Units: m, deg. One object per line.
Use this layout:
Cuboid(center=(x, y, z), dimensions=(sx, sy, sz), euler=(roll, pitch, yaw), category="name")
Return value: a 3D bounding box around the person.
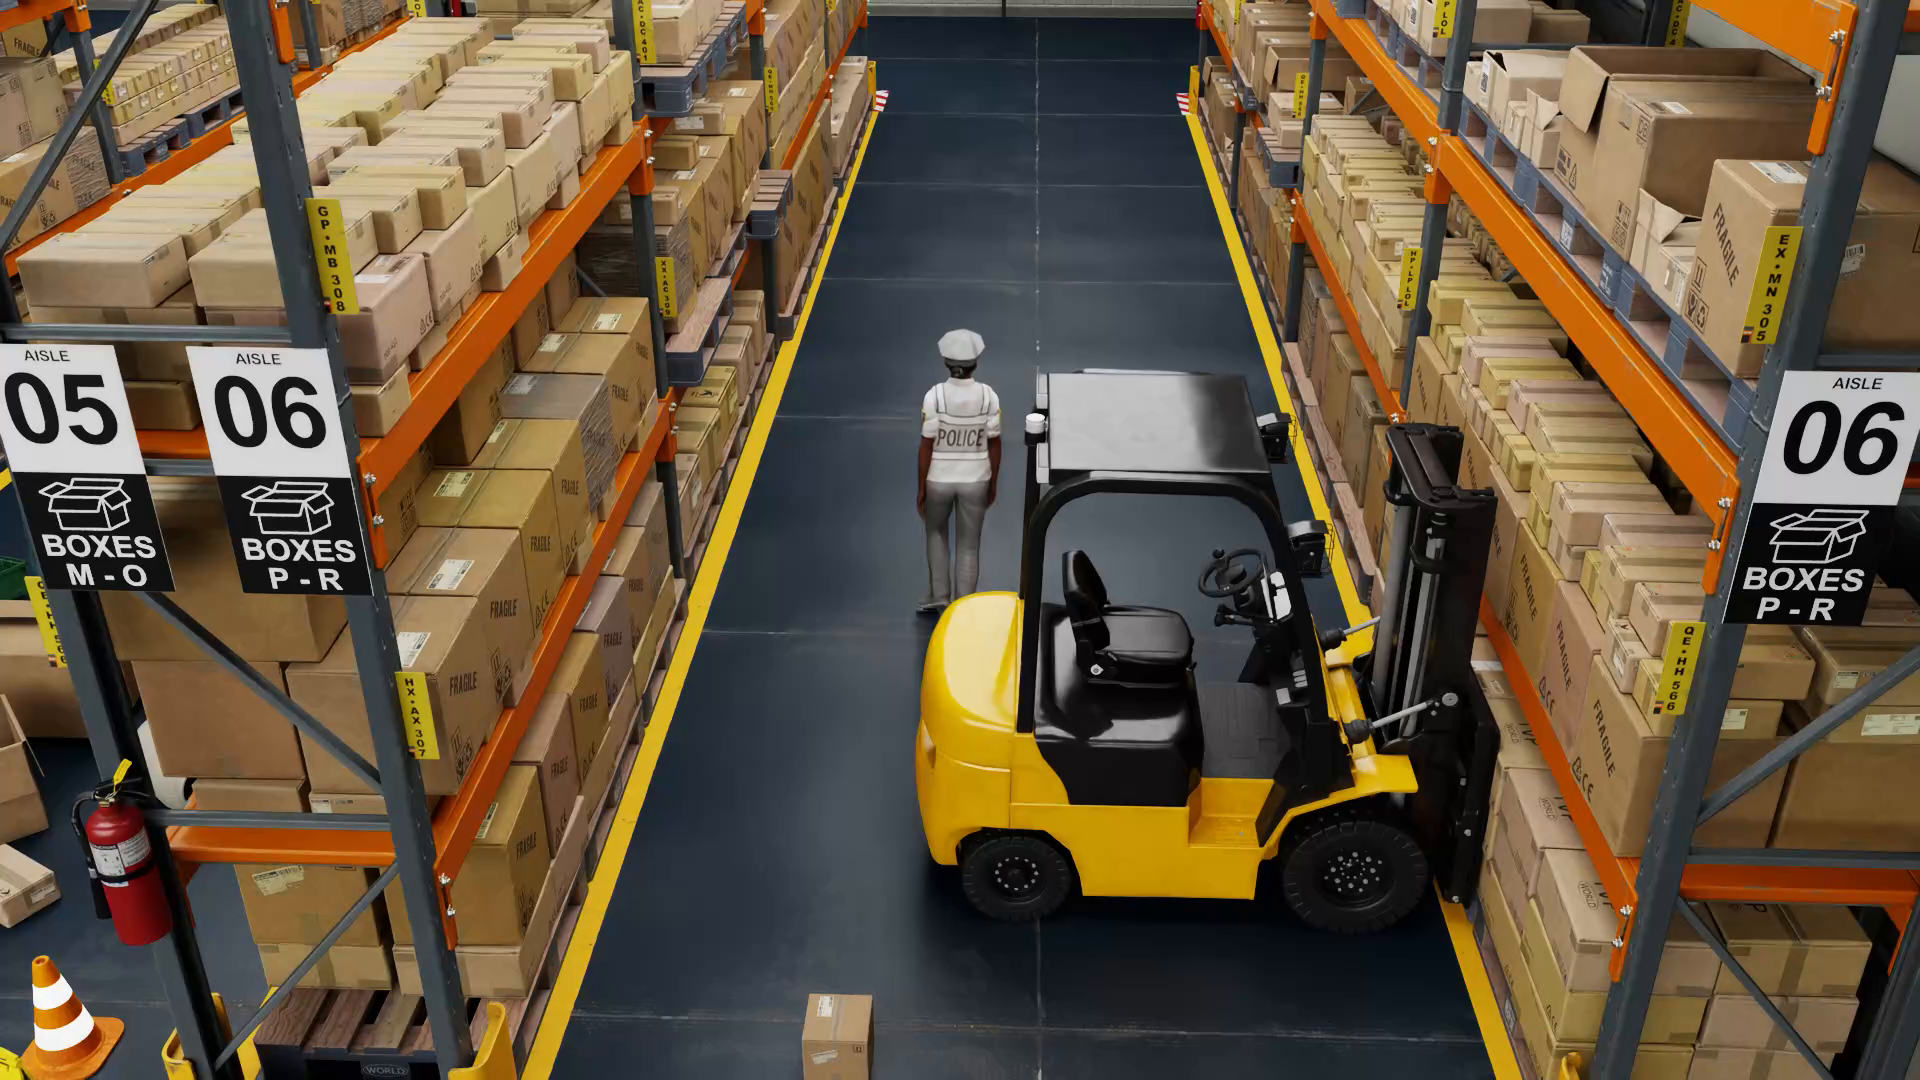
Cuboid(center=(-0.005, -0.272, 9.154), dimensions=(0.475, 1.728, 0.511), euler=(-1, 28, -3), category="person")
